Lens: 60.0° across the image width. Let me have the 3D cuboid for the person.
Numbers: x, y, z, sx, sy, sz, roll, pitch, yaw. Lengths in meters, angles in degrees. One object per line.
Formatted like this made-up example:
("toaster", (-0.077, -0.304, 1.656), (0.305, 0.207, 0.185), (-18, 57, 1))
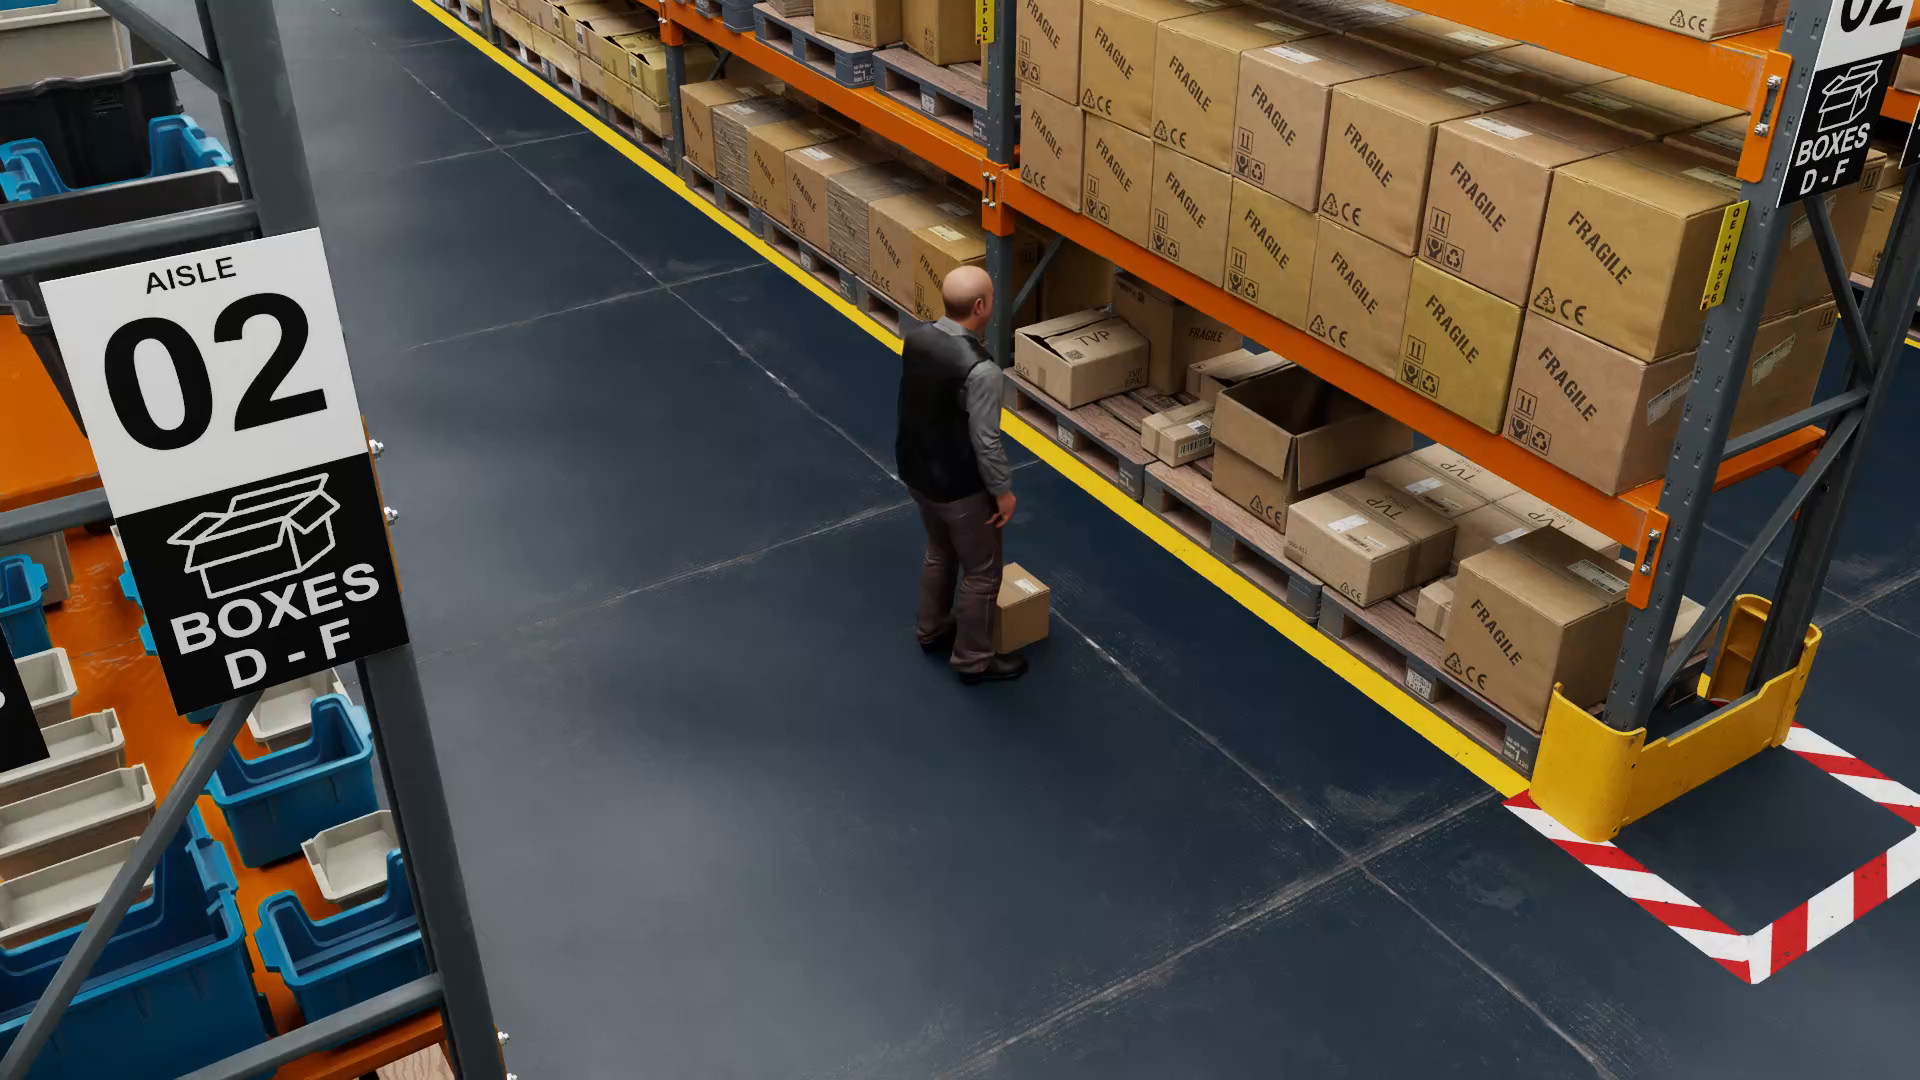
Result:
("person", (-0.029, -0.246, 6.548), (0.409, 1.722, 0.589), (-20, 38, -29))
